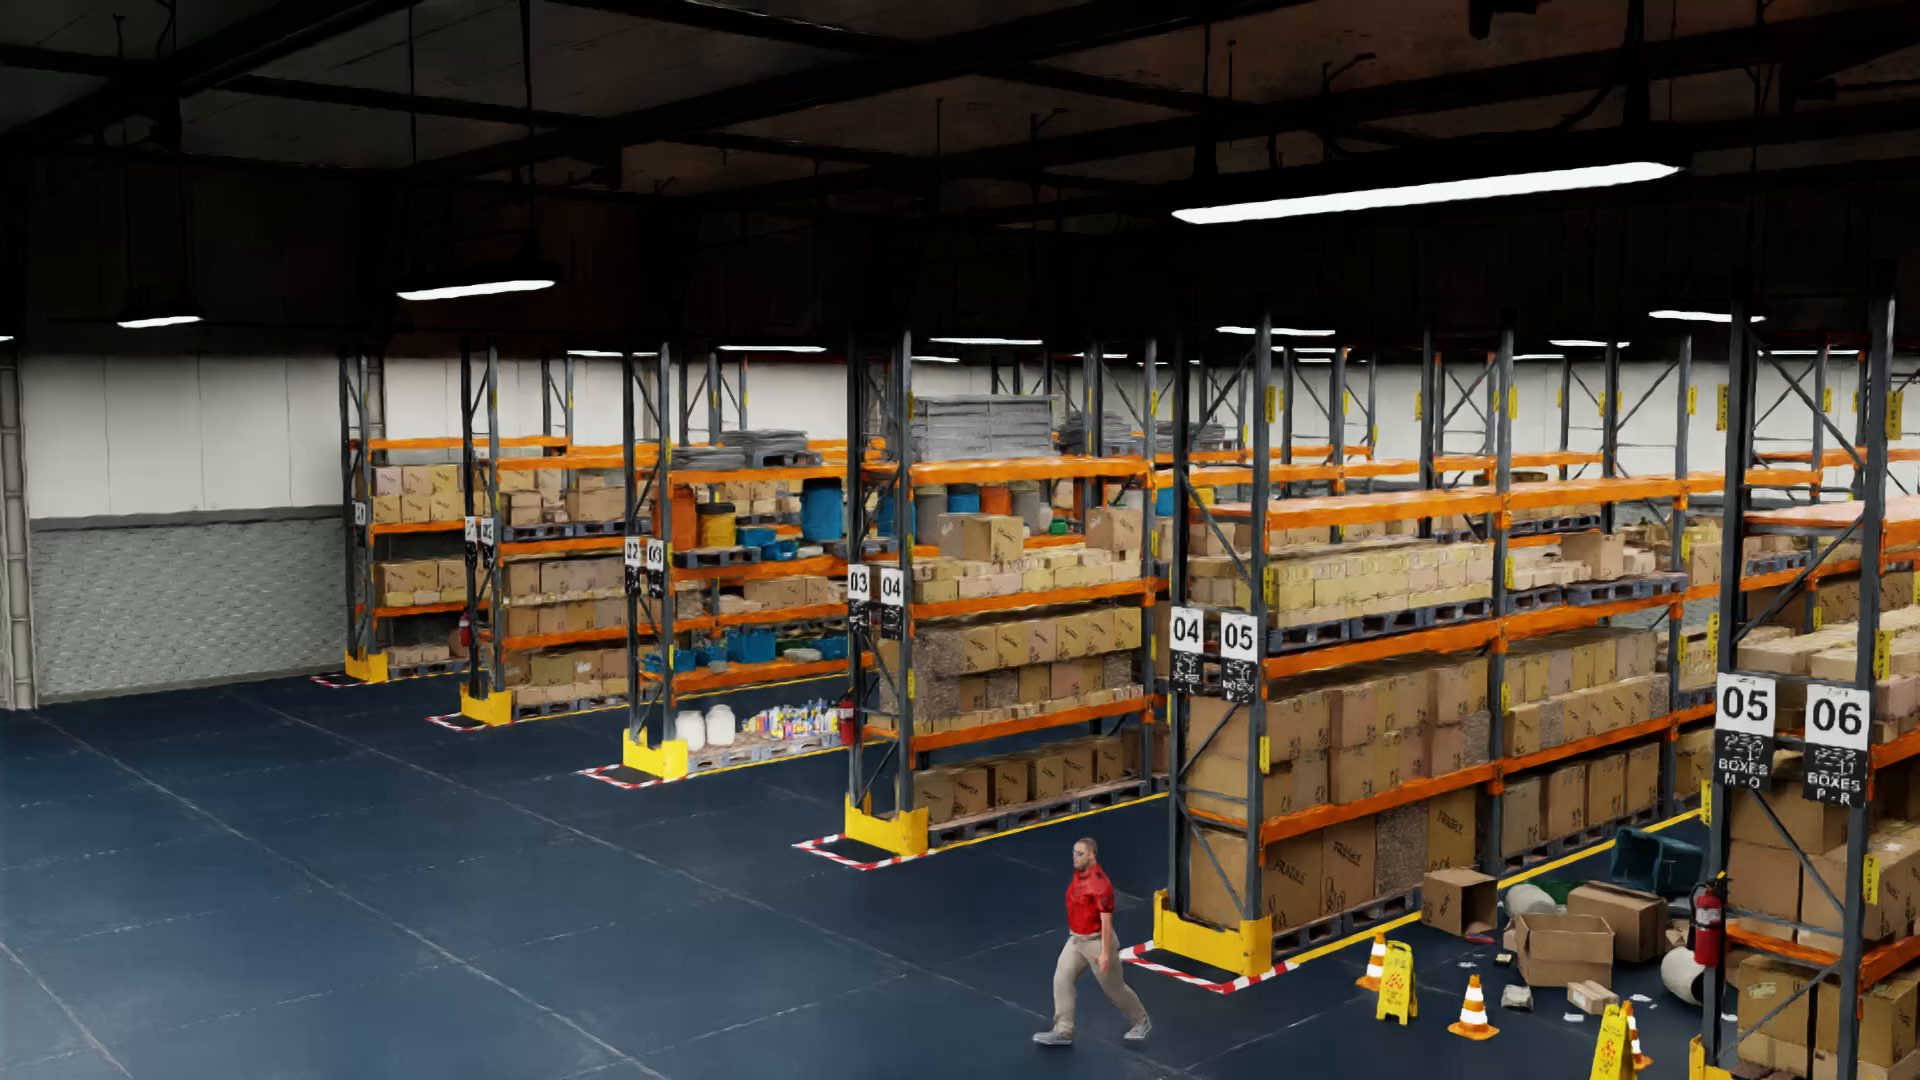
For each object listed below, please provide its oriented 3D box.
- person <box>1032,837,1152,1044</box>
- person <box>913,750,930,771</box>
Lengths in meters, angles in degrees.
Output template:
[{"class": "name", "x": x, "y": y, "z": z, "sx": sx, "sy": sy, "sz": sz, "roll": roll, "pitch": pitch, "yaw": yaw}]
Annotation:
[{"class": "person", "x": 1.077, "y": 3.156, "z": 13.073, "sx": 0.950, "sy": 1.674, "sz": 0.564, "roll": -2, "pitch": 6, "yaw": -26}, {"class": "person", "x": -0.584, "y": 2.453, "z": 21.338, "sx": 0.467, "sy": 1.588, "sz": 0.449, "roll": -1, "pitch": 5, "yaw": -11}]
